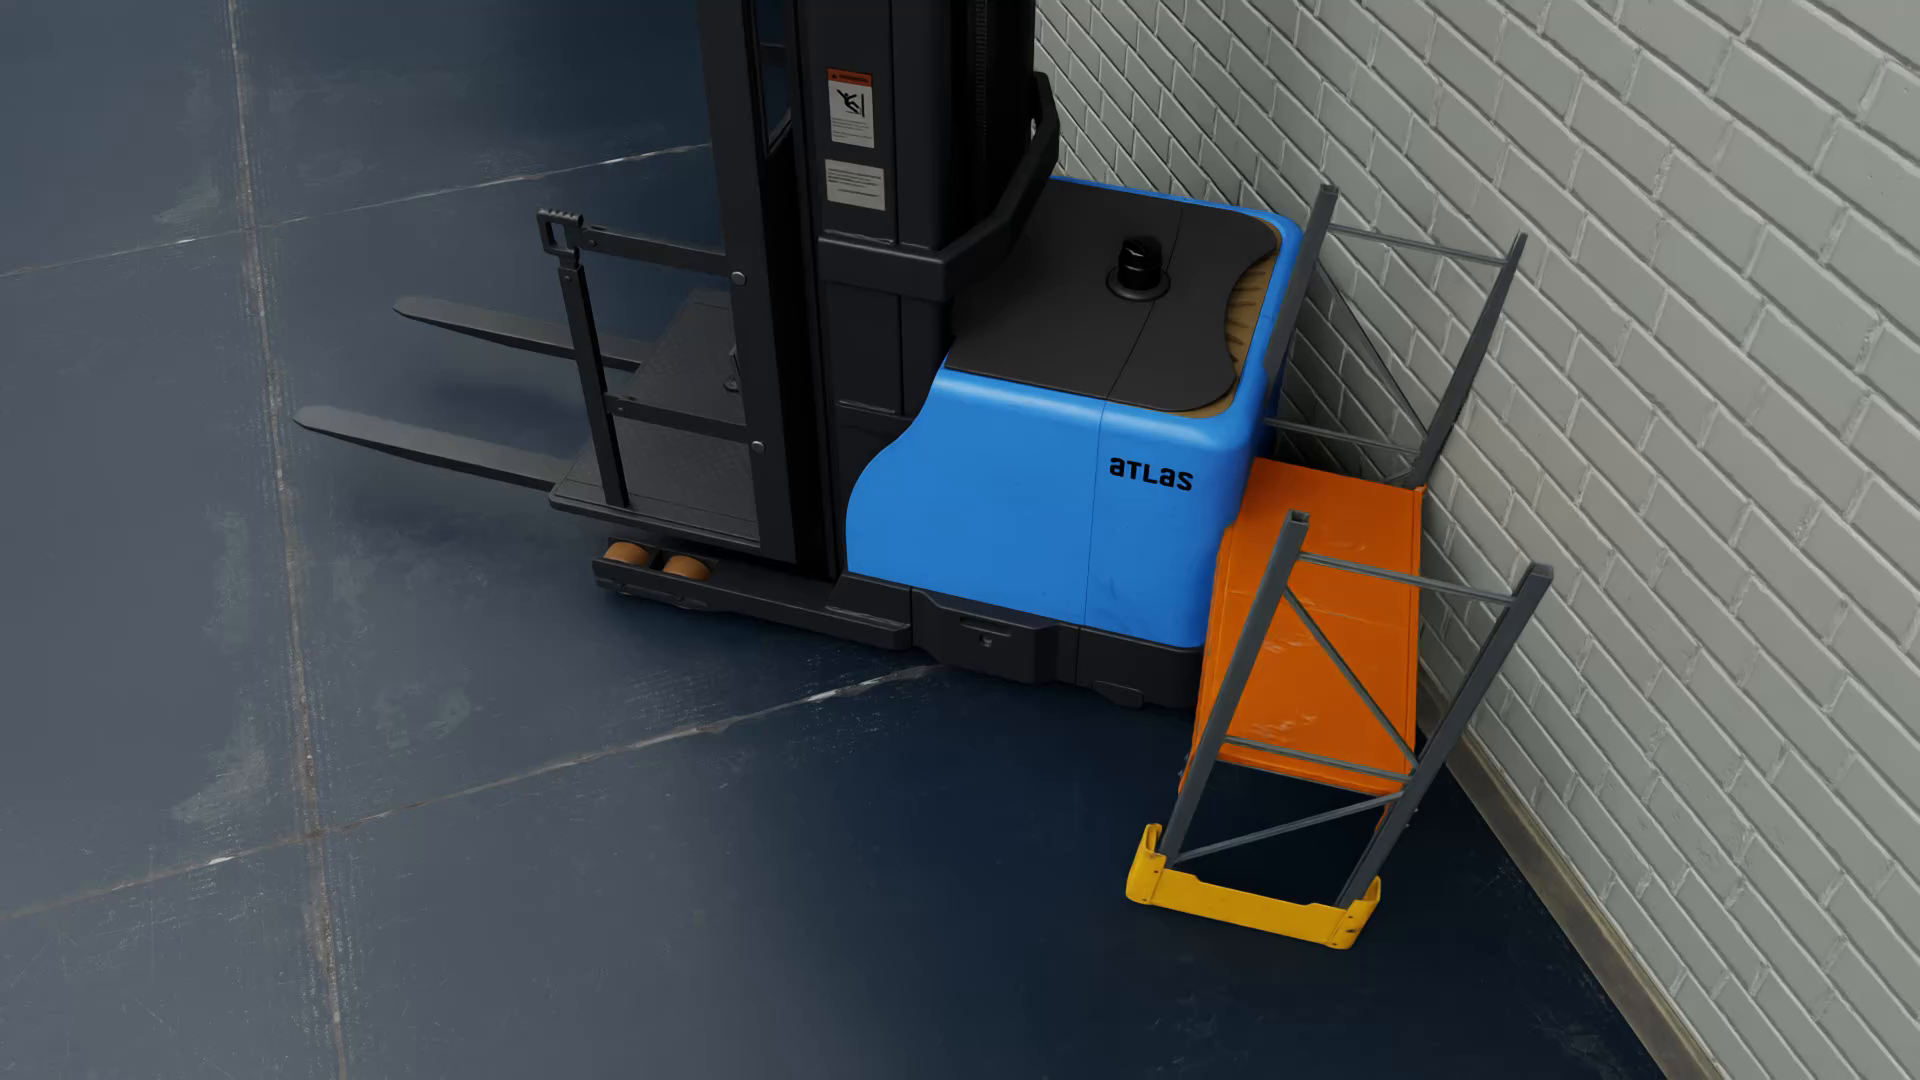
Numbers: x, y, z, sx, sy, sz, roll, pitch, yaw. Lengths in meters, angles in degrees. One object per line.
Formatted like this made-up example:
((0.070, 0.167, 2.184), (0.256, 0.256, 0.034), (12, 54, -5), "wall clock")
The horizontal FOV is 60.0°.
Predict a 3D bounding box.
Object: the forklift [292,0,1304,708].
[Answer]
((-0.597, -1.168, 4.345), (3.031, 2.935, 1.130), (13, 46, 12), "forklift")

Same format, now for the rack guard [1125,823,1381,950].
((0.726, 0.869, 4.160), (0.587, 0.250, 0.087), (12, 50, 3), "rack guard")

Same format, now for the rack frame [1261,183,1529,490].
((0.986, -0.267, 4.324), (0.500, 1.500, 0.032), (12, 50, 3), "rack frame")

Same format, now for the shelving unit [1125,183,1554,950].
((0.887, 0.102, 4.003), (0.587, 1.500, 1.083), (12, 50, 3), "shelving unit")

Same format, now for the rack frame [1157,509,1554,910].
((0.783, 0.485, 3.670), (0.500, 1.500, 0.032), (12, 50, 3), "rack frame")

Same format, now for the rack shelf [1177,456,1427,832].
((0.867, 0.224, 4.135), (0.538, 0.185, 1.000), (12, 50, 3), "rack shelf")
